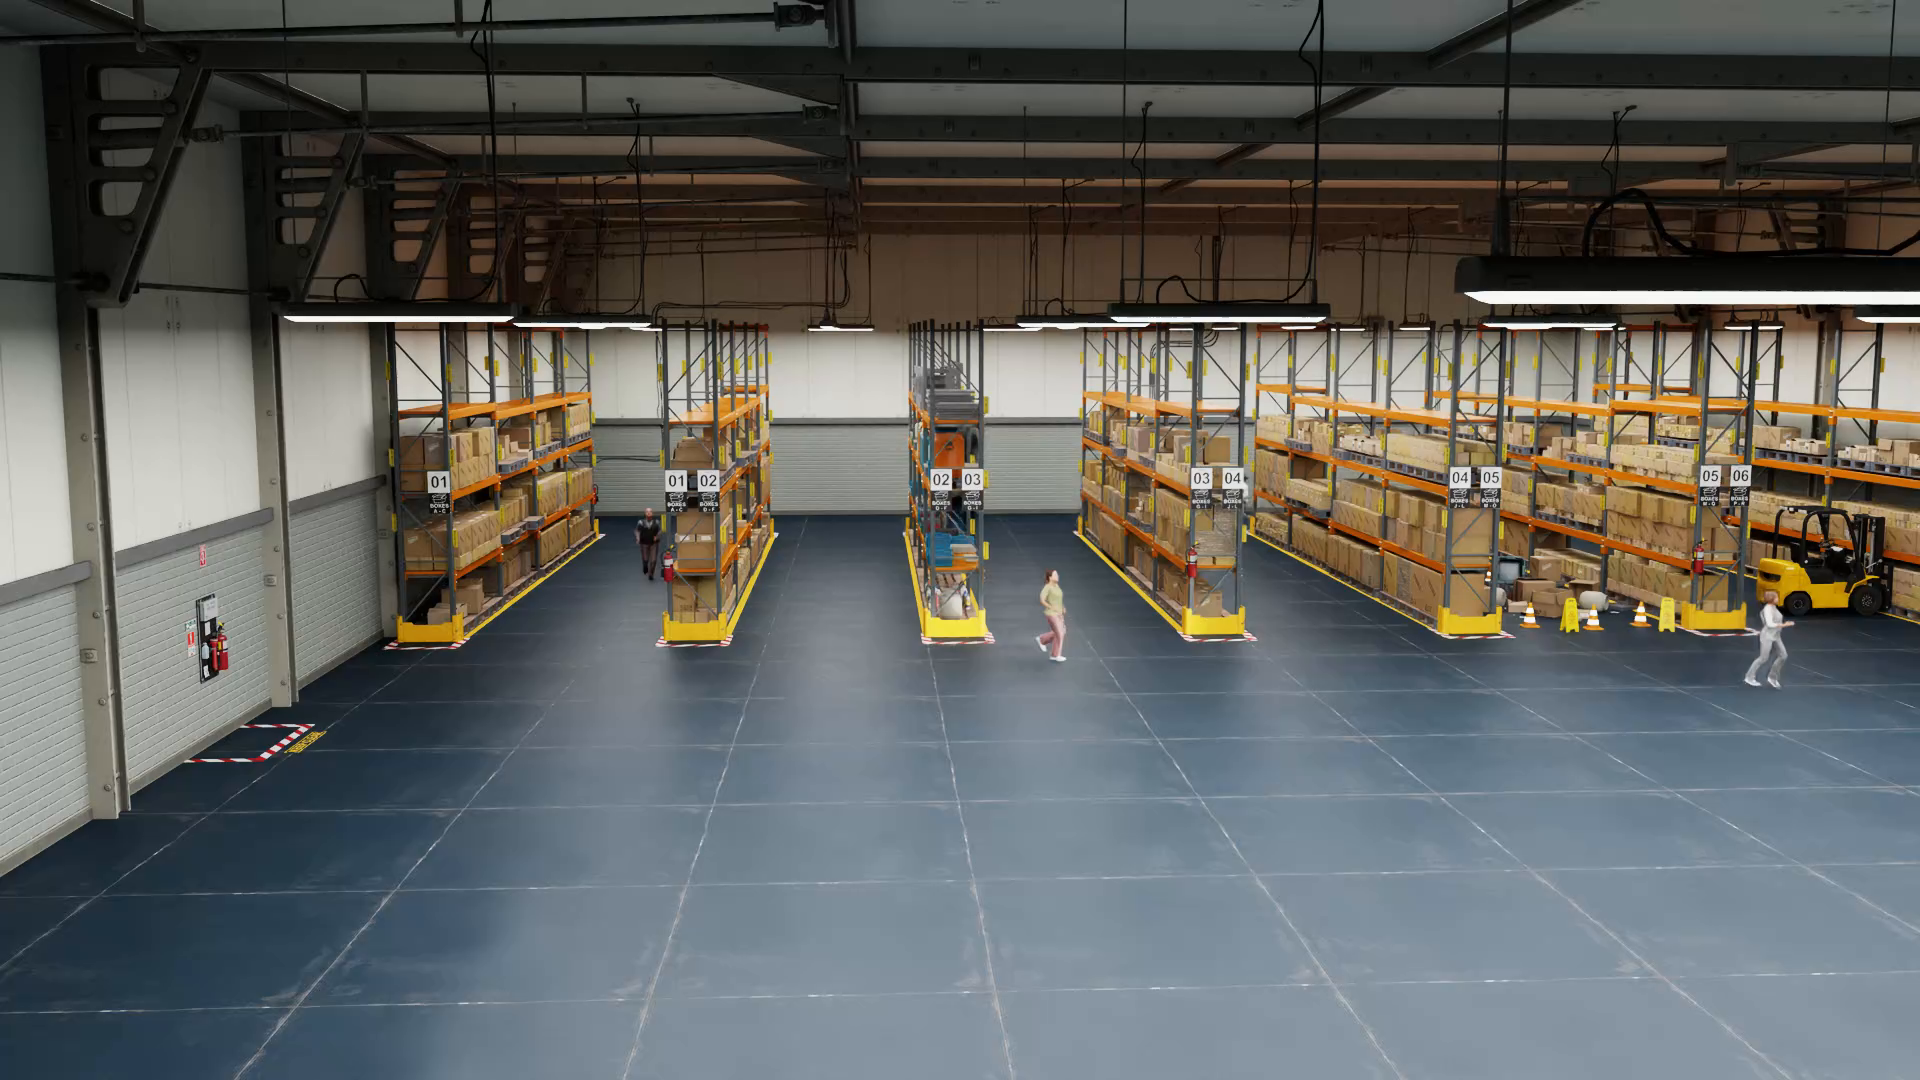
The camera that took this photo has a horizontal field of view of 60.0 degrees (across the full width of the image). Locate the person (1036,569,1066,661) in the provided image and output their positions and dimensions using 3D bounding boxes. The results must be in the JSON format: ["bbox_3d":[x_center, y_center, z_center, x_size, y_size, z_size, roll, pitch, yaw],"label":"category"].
[{"bbox_3d":[1.585,1.308,29.273,0.618,1.629,0.585,4,8,31],"label":"person"}]

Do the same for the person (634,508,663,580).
[{"bbox_3d":[-7.264,0.100,38.873,0.664,1.680,0.578,-2,7,-13],"label":"person"}]

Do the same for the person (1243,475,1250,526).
[{"bbox_3d":[8.406,-1.117,49.088,0.737,1.646,0.696,-1,7,-7],"label":"person"}]

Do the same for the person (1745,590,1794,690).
[{"bbox_3d":[13.082,1.628,26.840,0.684,1.648,0.526,7,10,43],"label":"person"}]

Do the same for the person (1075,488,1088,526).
[{"bbox_3d":[3.781,-1.128,49.067,0.792,1.689,0.579,1,7,9],"label":"person"}]
